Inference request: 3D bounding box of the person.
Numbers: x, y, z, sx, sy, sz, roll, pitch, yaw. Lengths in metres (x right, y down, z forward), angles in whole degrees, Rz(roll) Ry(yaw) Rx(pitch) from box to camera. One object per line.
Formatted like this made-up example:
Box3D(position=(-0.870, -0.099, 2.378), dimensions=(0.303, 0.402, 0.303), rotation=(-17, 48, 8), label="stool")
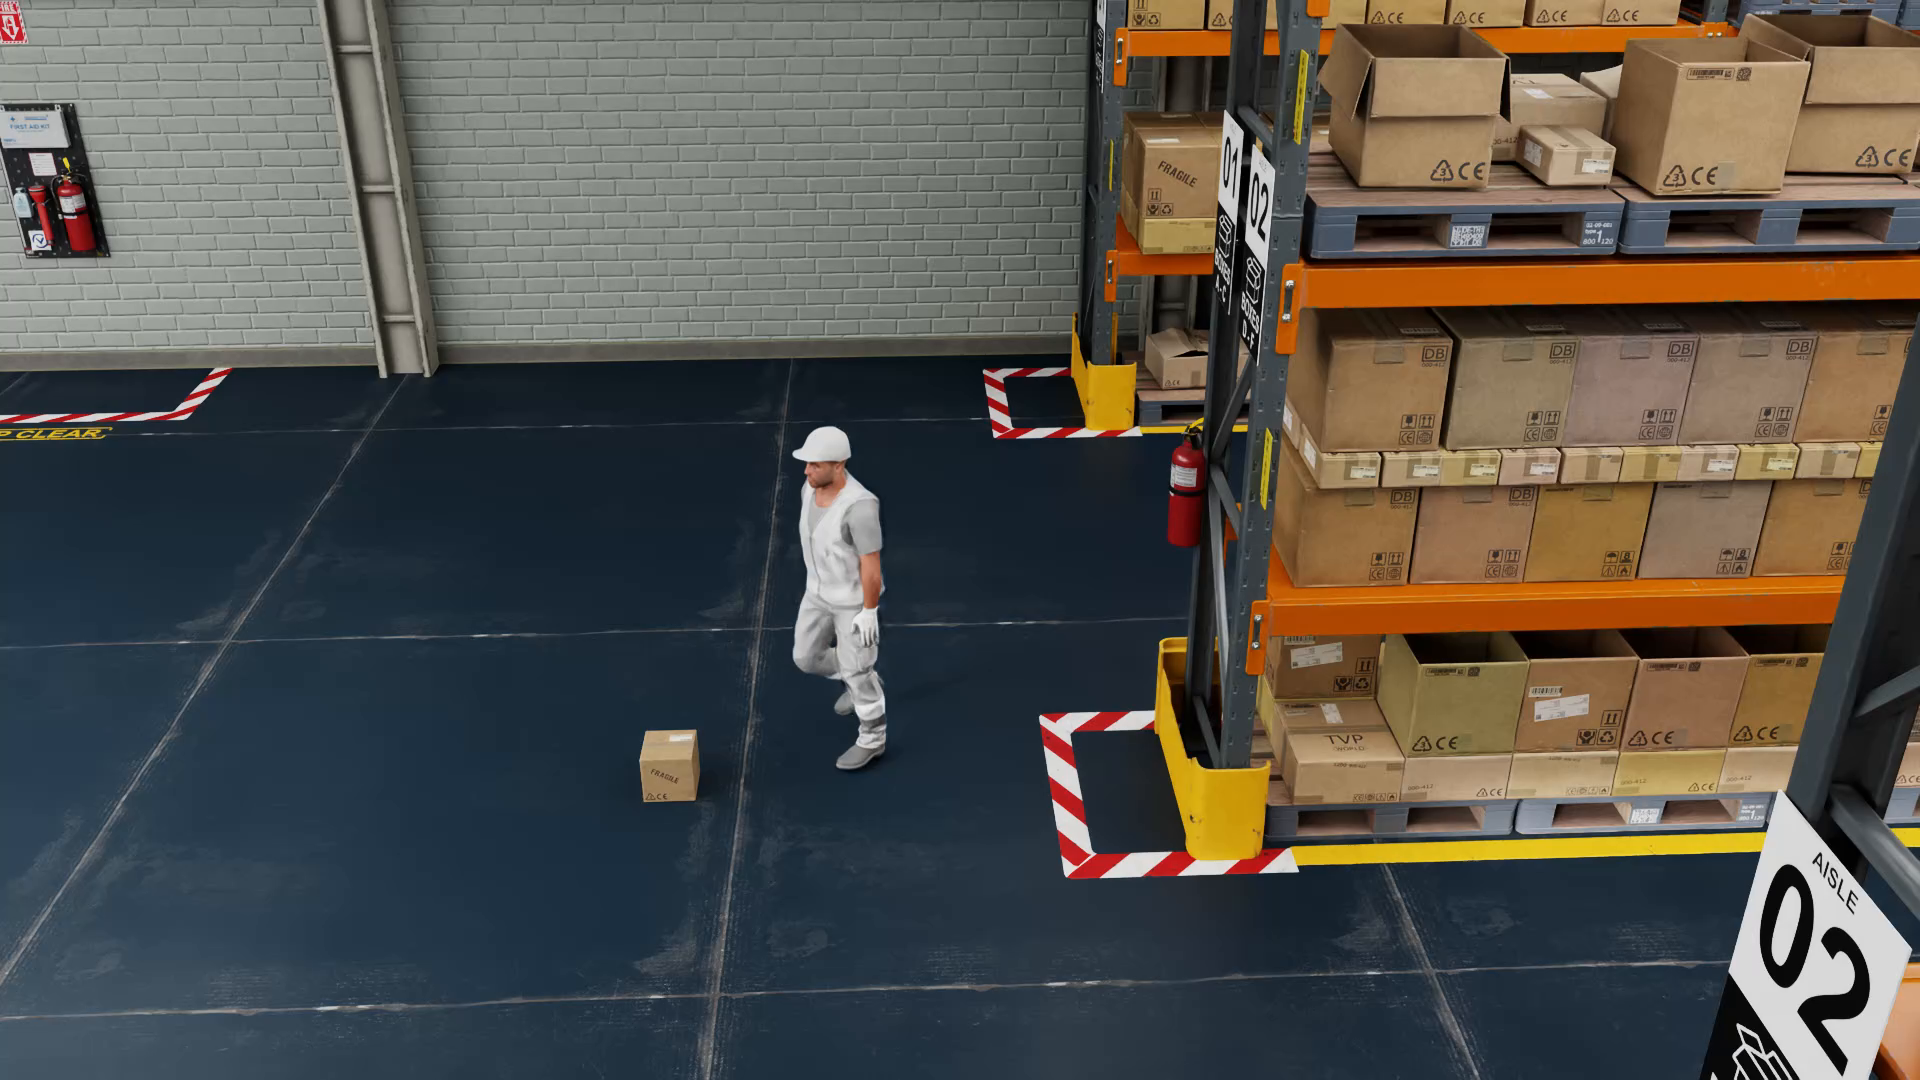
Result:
Box3D(position=(-0.532, 0.250, 8.087), dimensions=(0.534, 1.779, 0.587), rotation=(-23, 35, -37), label="person")
